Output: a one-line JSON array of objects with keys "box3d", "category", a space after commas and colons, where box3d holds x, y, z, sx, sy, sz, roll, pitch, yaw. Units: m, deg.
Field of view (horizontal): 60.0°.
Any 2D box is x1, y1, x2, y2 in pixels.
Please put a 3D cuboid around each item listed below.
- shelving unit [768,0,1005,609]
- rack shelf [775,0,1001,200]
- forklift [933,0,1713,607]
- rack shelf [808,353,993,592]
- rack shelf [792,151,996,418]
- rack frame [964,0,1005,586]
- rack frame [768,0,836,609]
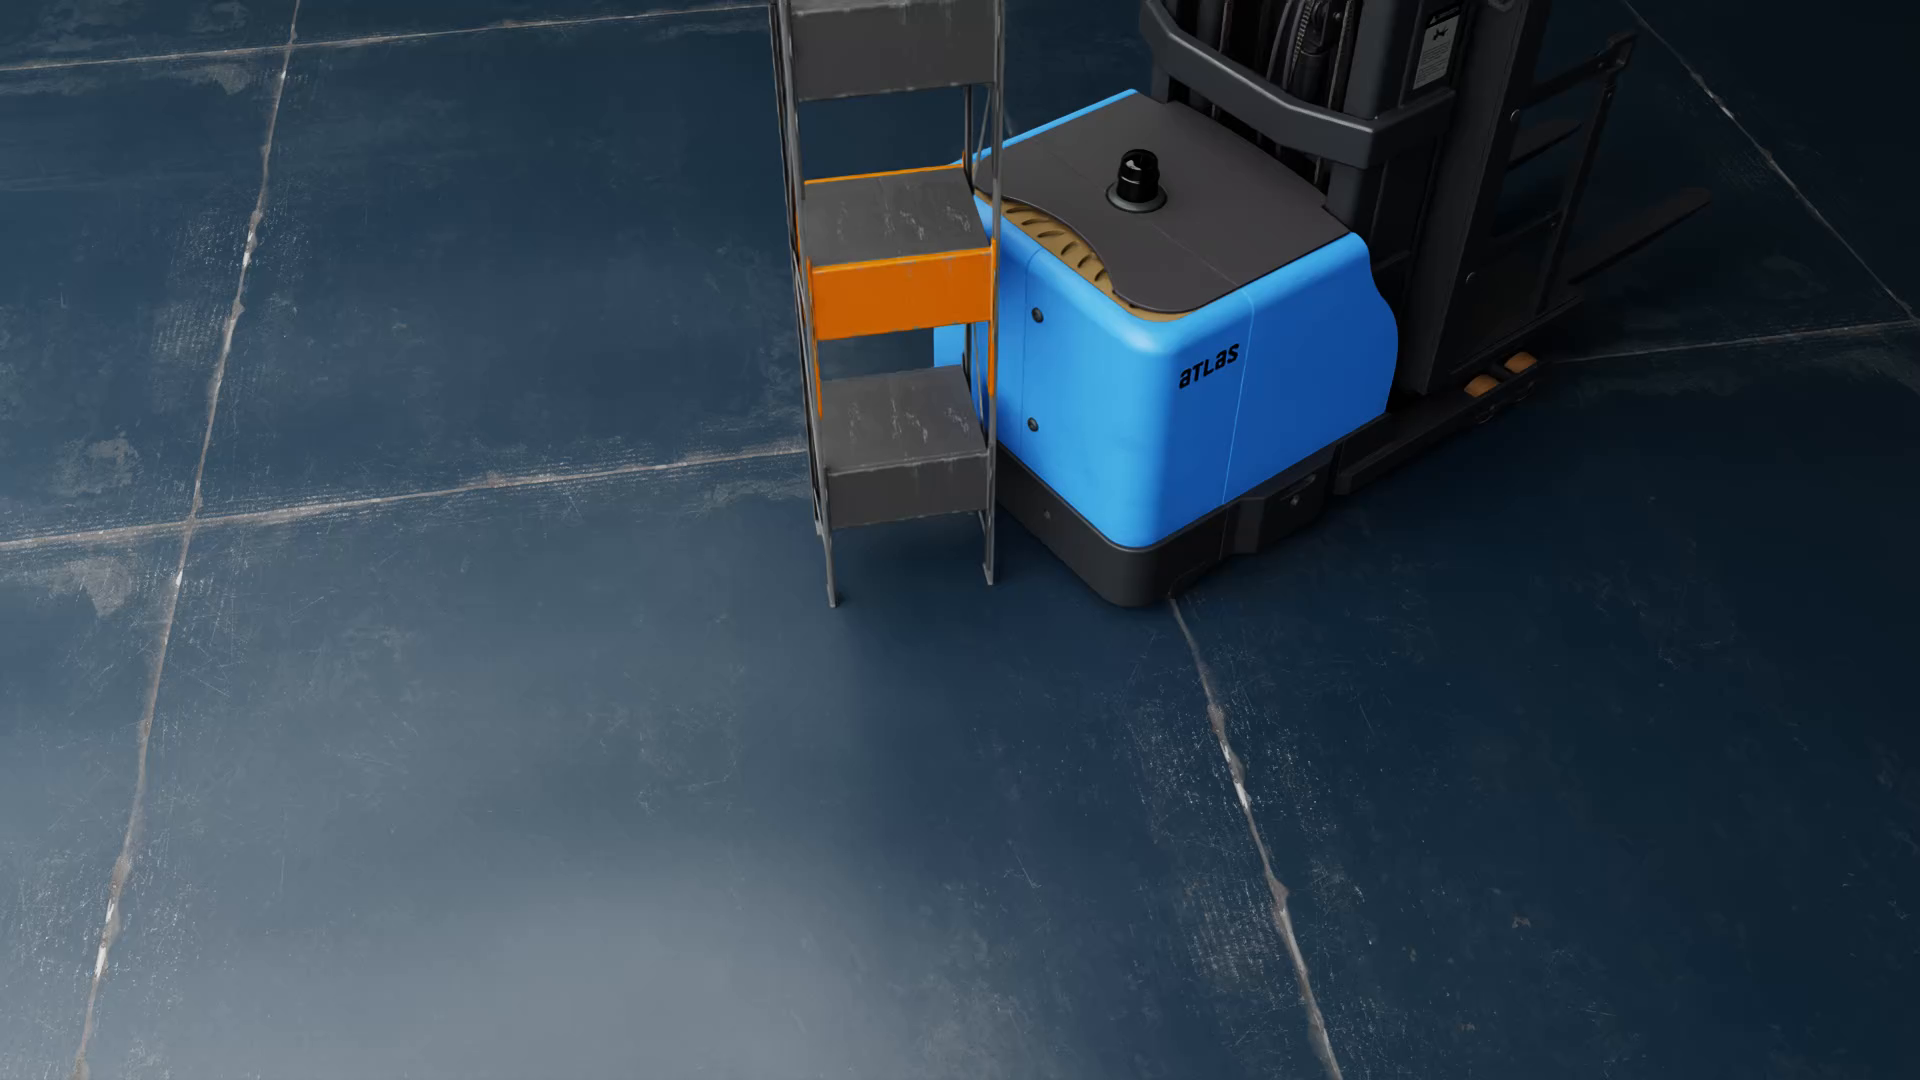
[{"box3d": [-0.182, -0.695, 4.462, 0.503, 2.100, 0.431, -8, 47, -8], "category": "shelving unit"}, {"box3d": [-0.182, -1.172, 3.968, 0.480, 0.518, 0.431, -8, 47, -8], "category": "rack shelf"}, {"box3d": [1.388, -1.690, 4.843, 3.031, 2.935, 1.130, -28, 52, -24], "category": "forklift"}, {"box3d": [-0.182, -0.200, 4.976, 0.480, 0.518, 0.431, -8, 47, -8], "category": "rack shelf"}, {"box3d": [-0.182, -0.686, 4.472, 0.480, 0.518, 0.431, -8, 47, -8], "category": "rack shelf"}, {"box3d": [0.057, -0.728, 4.494, 0.015, 2.100, 0.400, -8, 47, -8], "category": "rack frame"}, {"box3d": [-0.422, -0.662, 4.430, 0.015, 2.100, 0.400, -8, 47, -8], "category": "rack frame"}]
